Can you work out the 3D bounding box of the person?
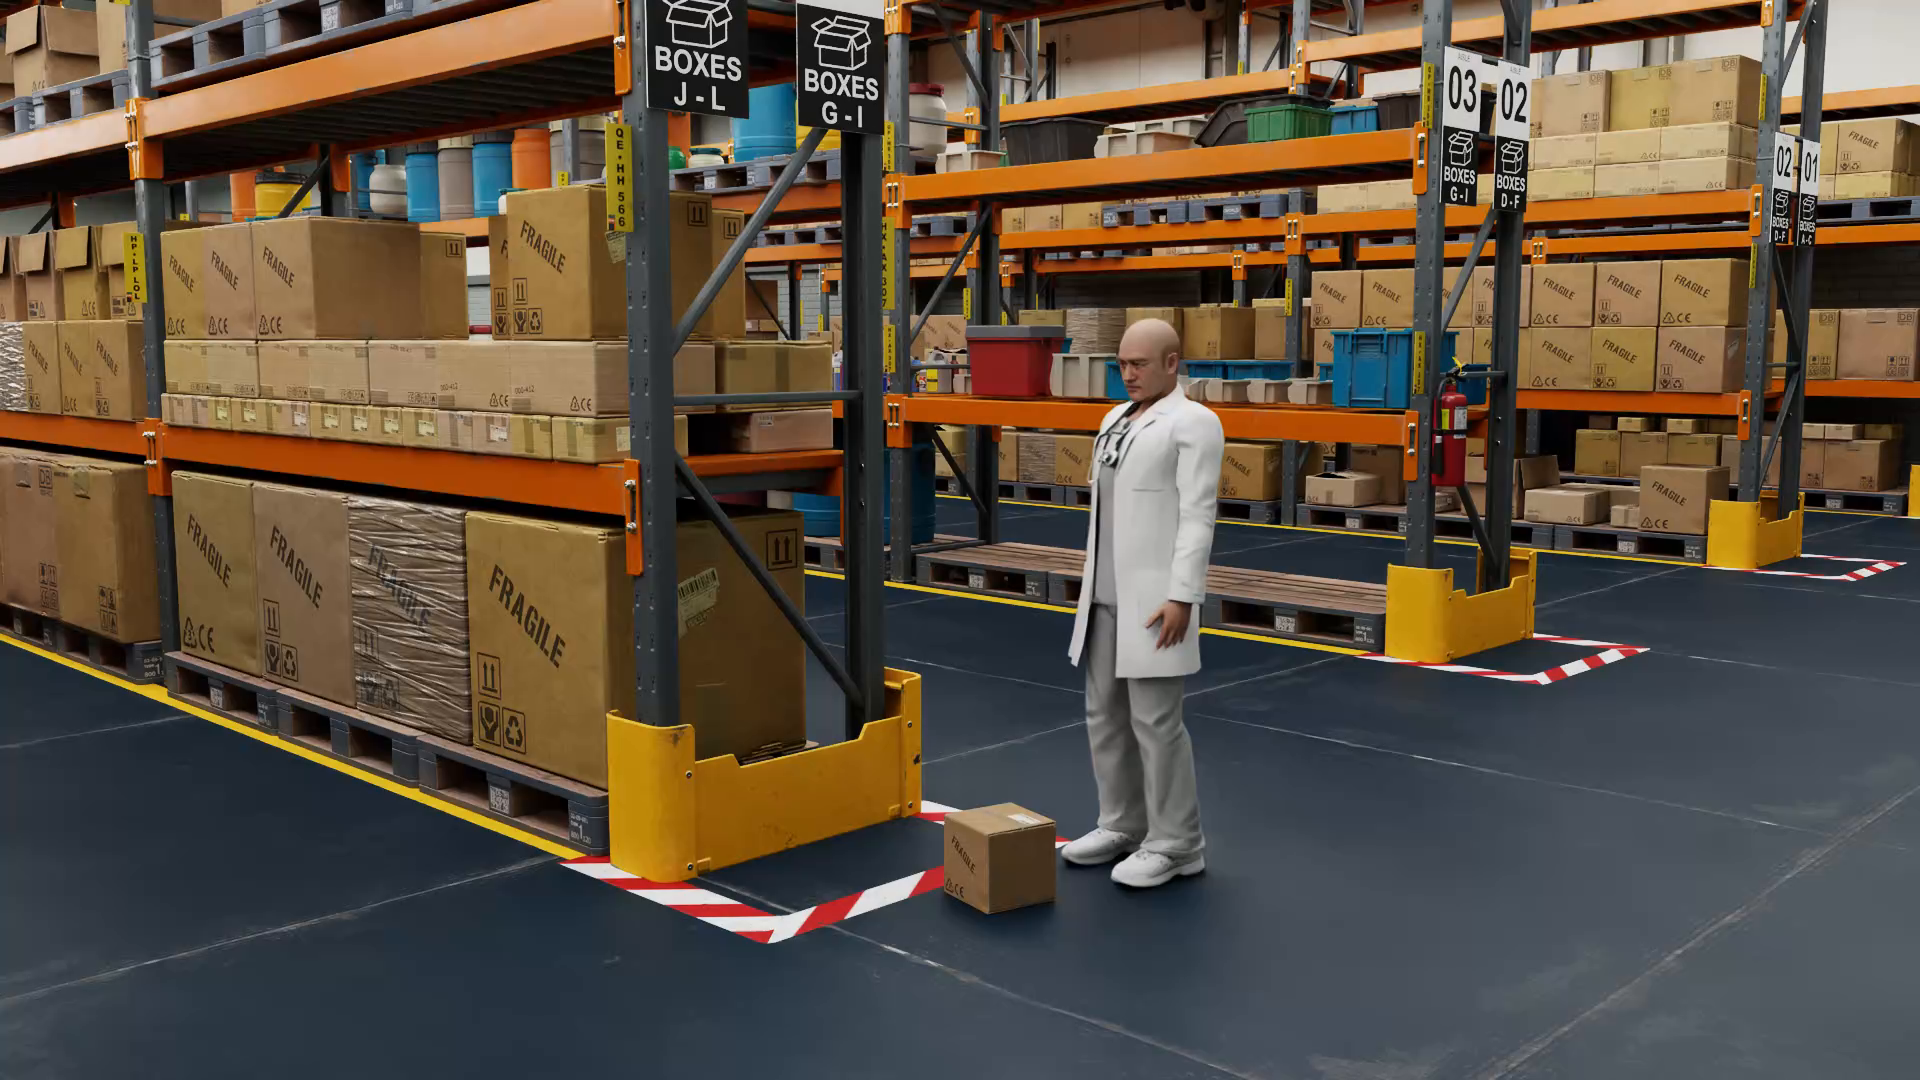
[{"bbox_3d":[0.578,0.189,5.276,0.379,1.774,0.562,-4,8,-31],"label":"person"}]
